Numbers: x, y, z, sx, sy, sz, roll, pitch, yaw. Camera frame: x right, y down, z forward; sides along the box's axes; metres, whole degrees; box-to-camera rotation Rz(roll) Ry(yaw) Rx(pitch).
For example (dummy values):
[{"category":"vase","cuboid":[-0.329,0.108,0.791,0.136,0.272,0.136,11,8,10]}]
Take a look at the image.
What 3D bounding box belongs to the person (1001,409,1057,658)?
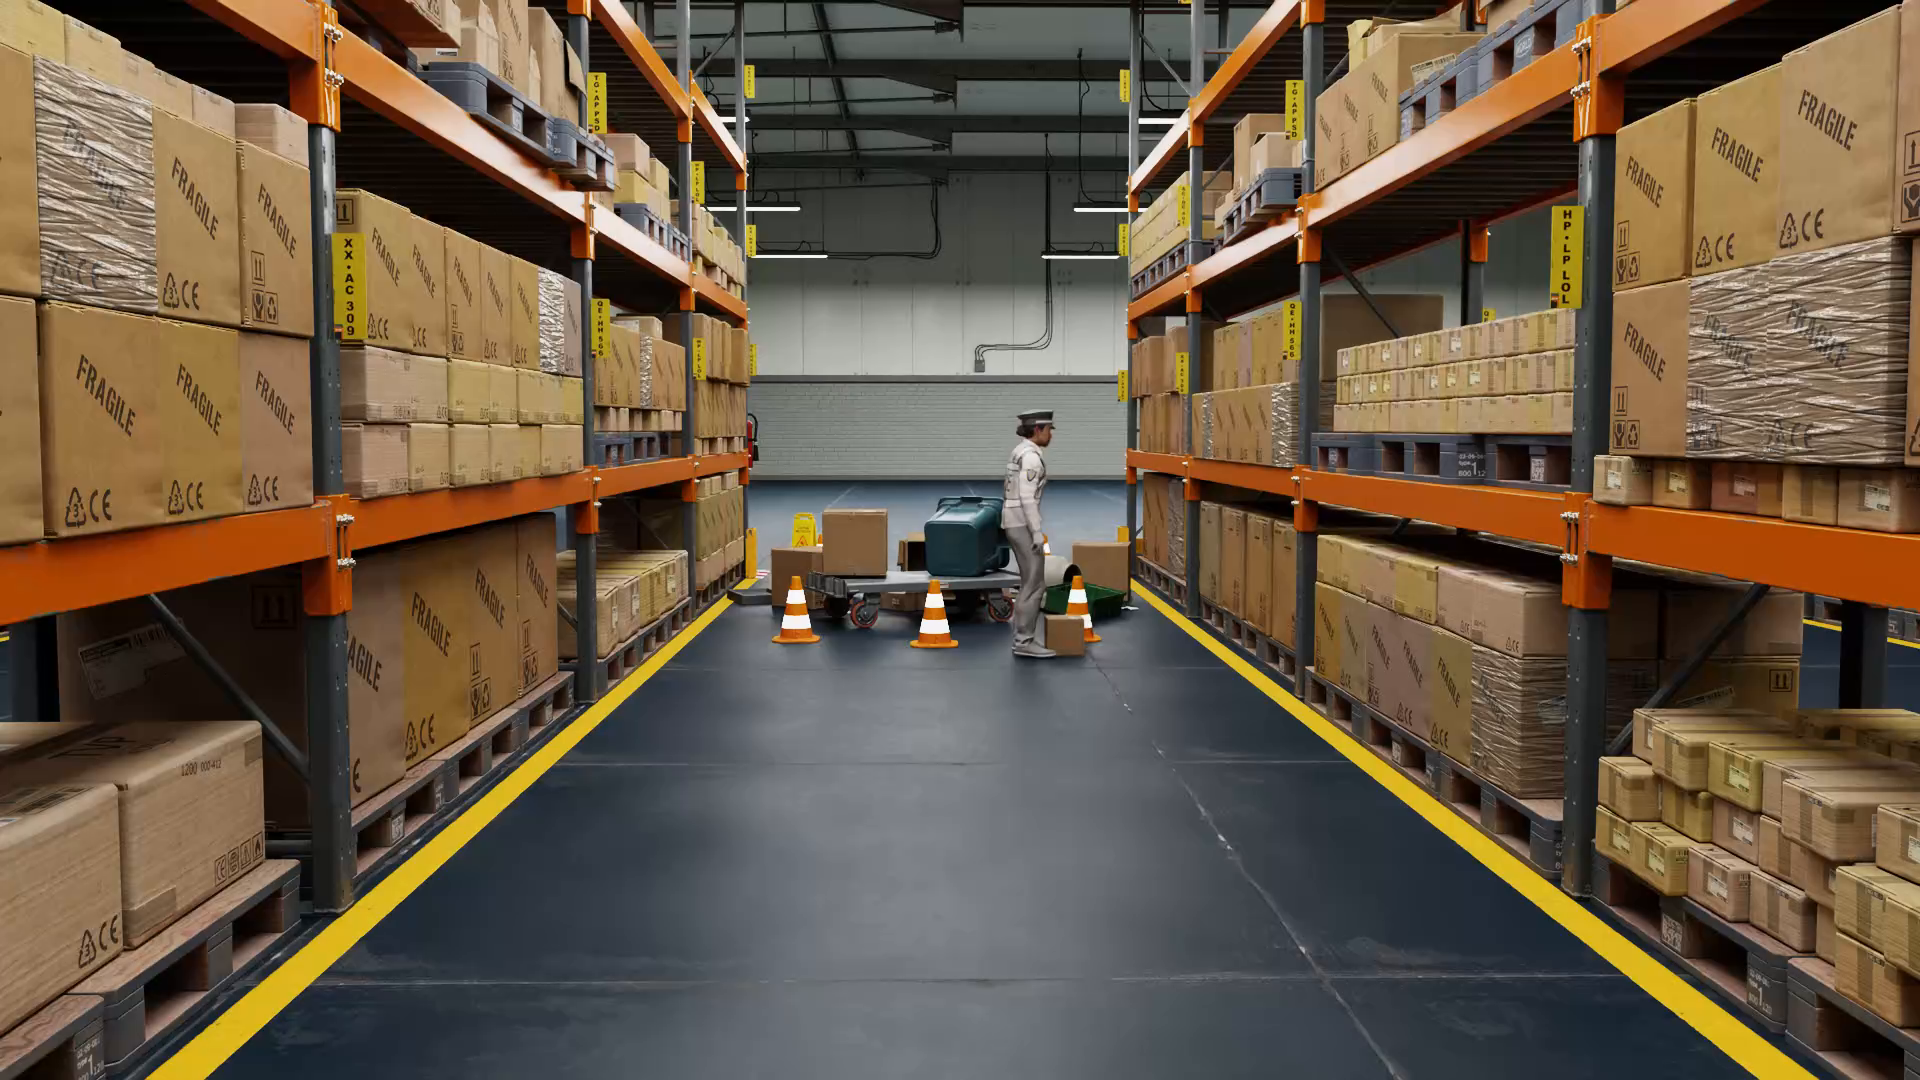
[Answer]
[{"category":"person","cuboid":[0.466,-0.054,11.274,0.370,1.663,0.520,0,4,-4]}]
